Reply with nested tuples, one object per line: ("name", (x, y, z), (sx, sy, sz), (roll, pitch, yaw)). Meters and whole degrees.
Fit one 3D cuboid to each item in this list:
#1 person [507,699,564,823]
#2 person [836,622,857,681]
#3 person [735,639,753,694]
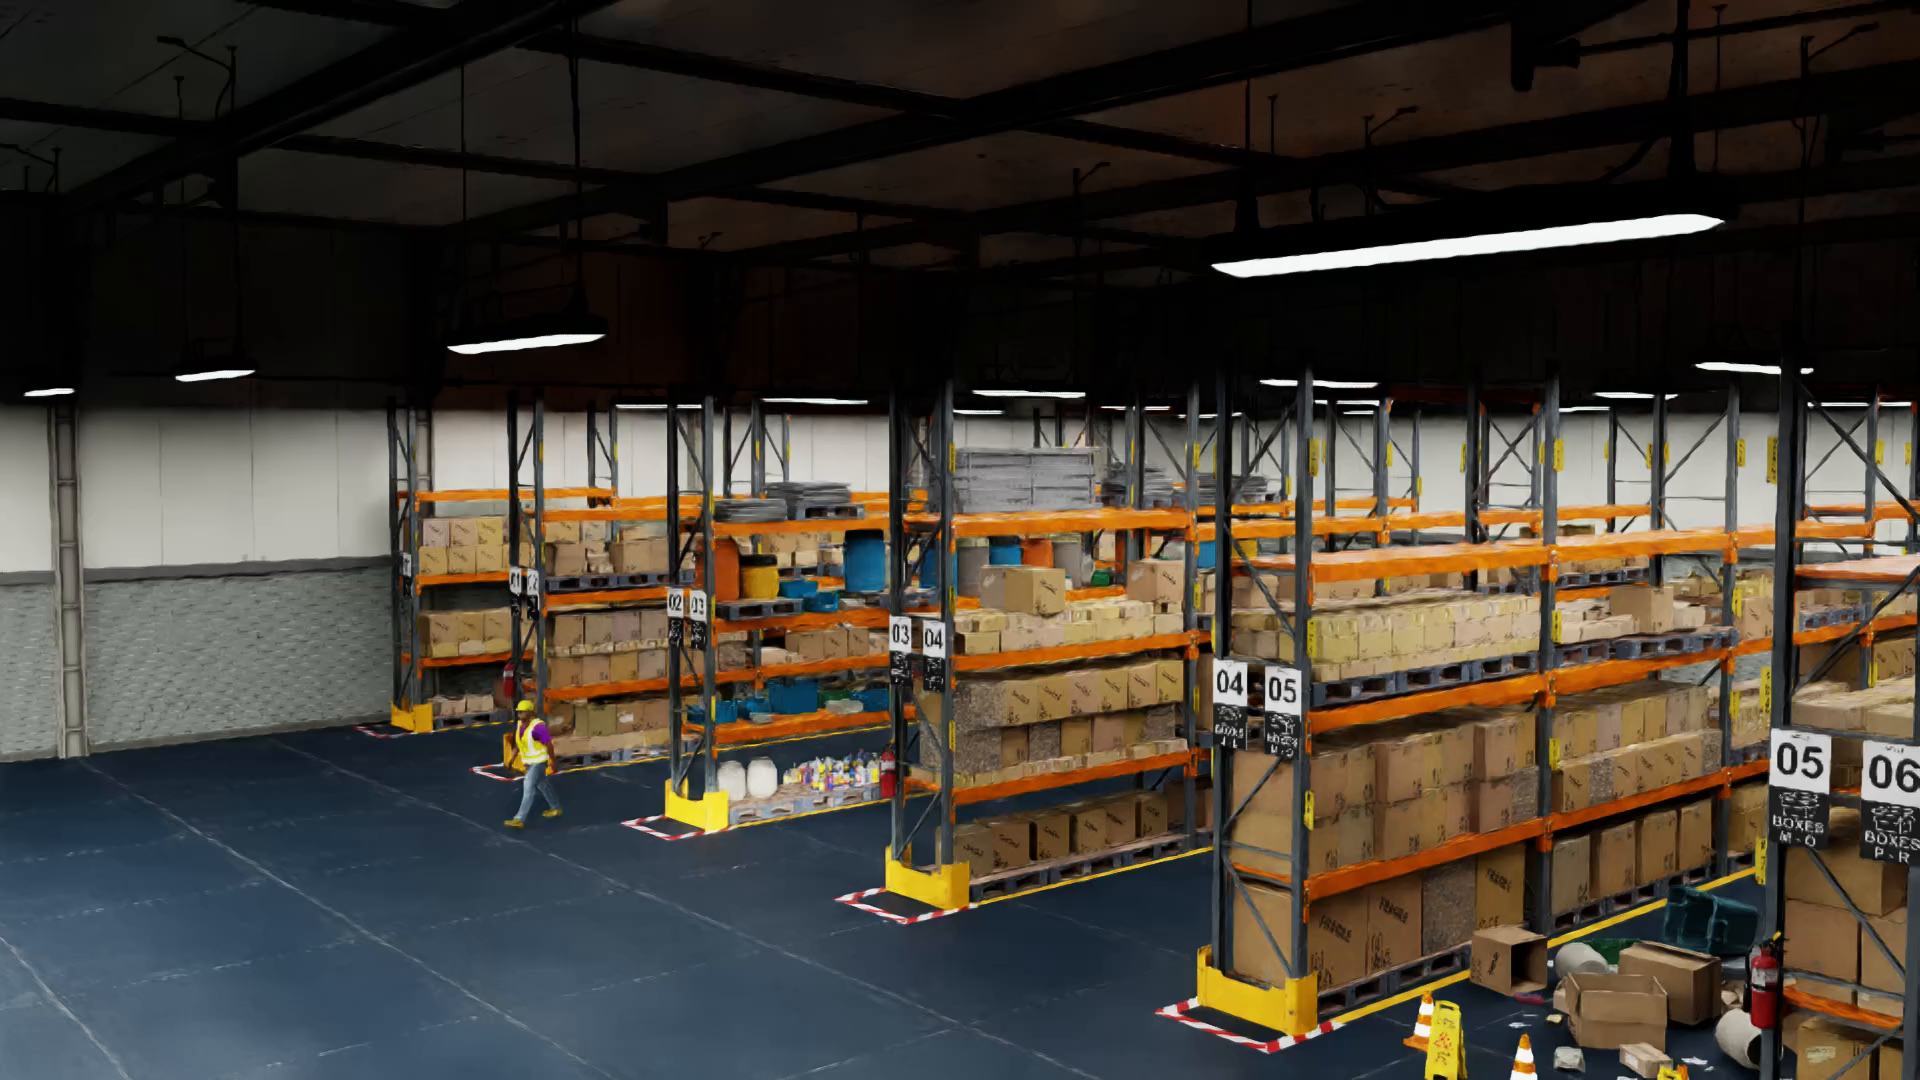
("person", (-5.747, 2.962, 22.580), (0.598, 1.640, 0.912), (3, 4, 41))
("person", (-2.353, 2.259, 34.583), (0.448, 1.671, 0.852), (3, 4, 41))
("person", (-3.958, 2.524, 30.860), (0.526, 1.564, 0.592), (-3, 4, -41))
